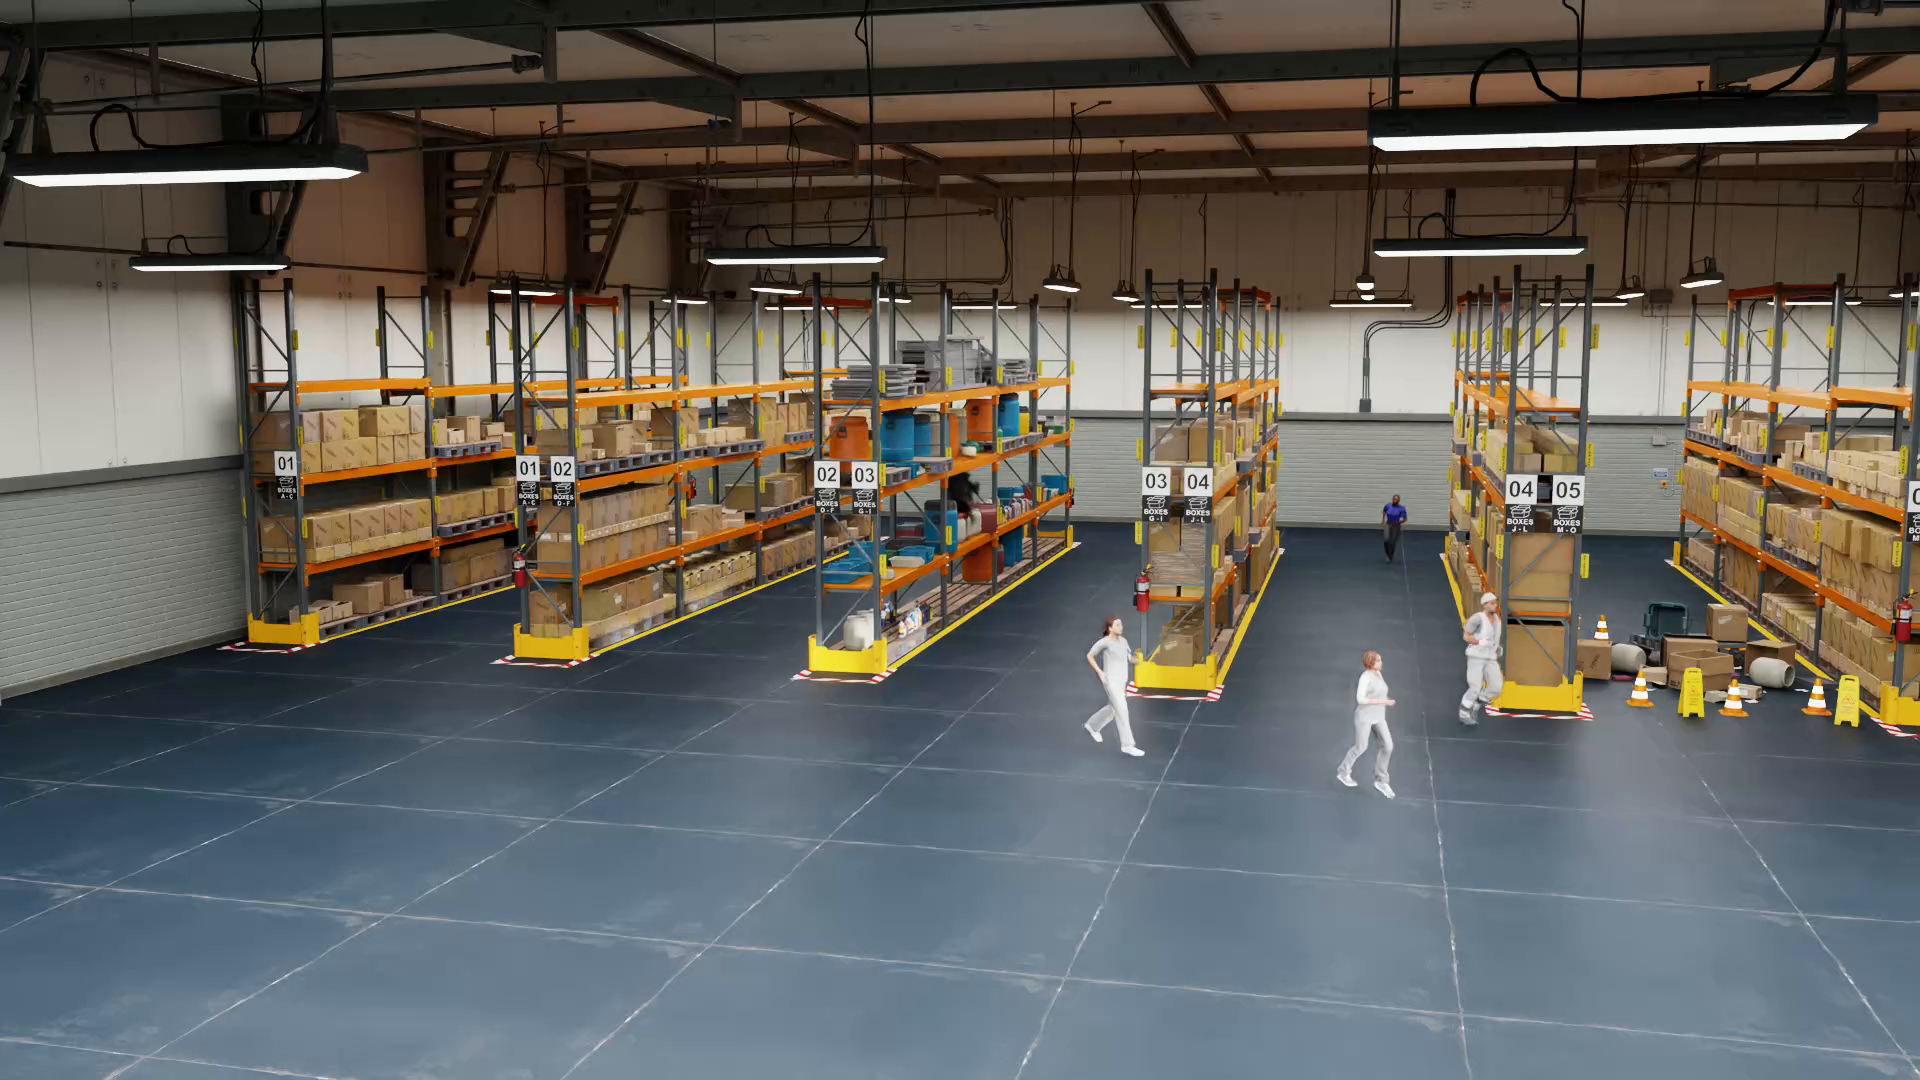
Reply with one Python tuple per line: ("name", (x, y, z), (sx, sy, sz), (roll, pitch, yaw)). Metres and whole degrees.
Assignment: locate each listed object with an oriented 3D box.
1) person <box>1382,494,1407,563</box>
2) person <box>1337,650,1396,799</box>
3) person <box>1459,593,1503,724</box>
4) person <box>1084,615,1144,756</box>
("person", (9.828, -0.260, 37.632), (0.584, 1.600, 0.780), (3, 7, 21))
("person", (4.494, 2.021, 18.340), (0.525, 1.623, 0.729), (-6, 9, -40))
("person", (6.857, 1.548, 21.592), (0.668, 1.730, 0.601), (-3, 7, -21))
("person", (1.871, 1.735, 20.215), (0.969, 1.649, 0.564), (6, 9, 42))
